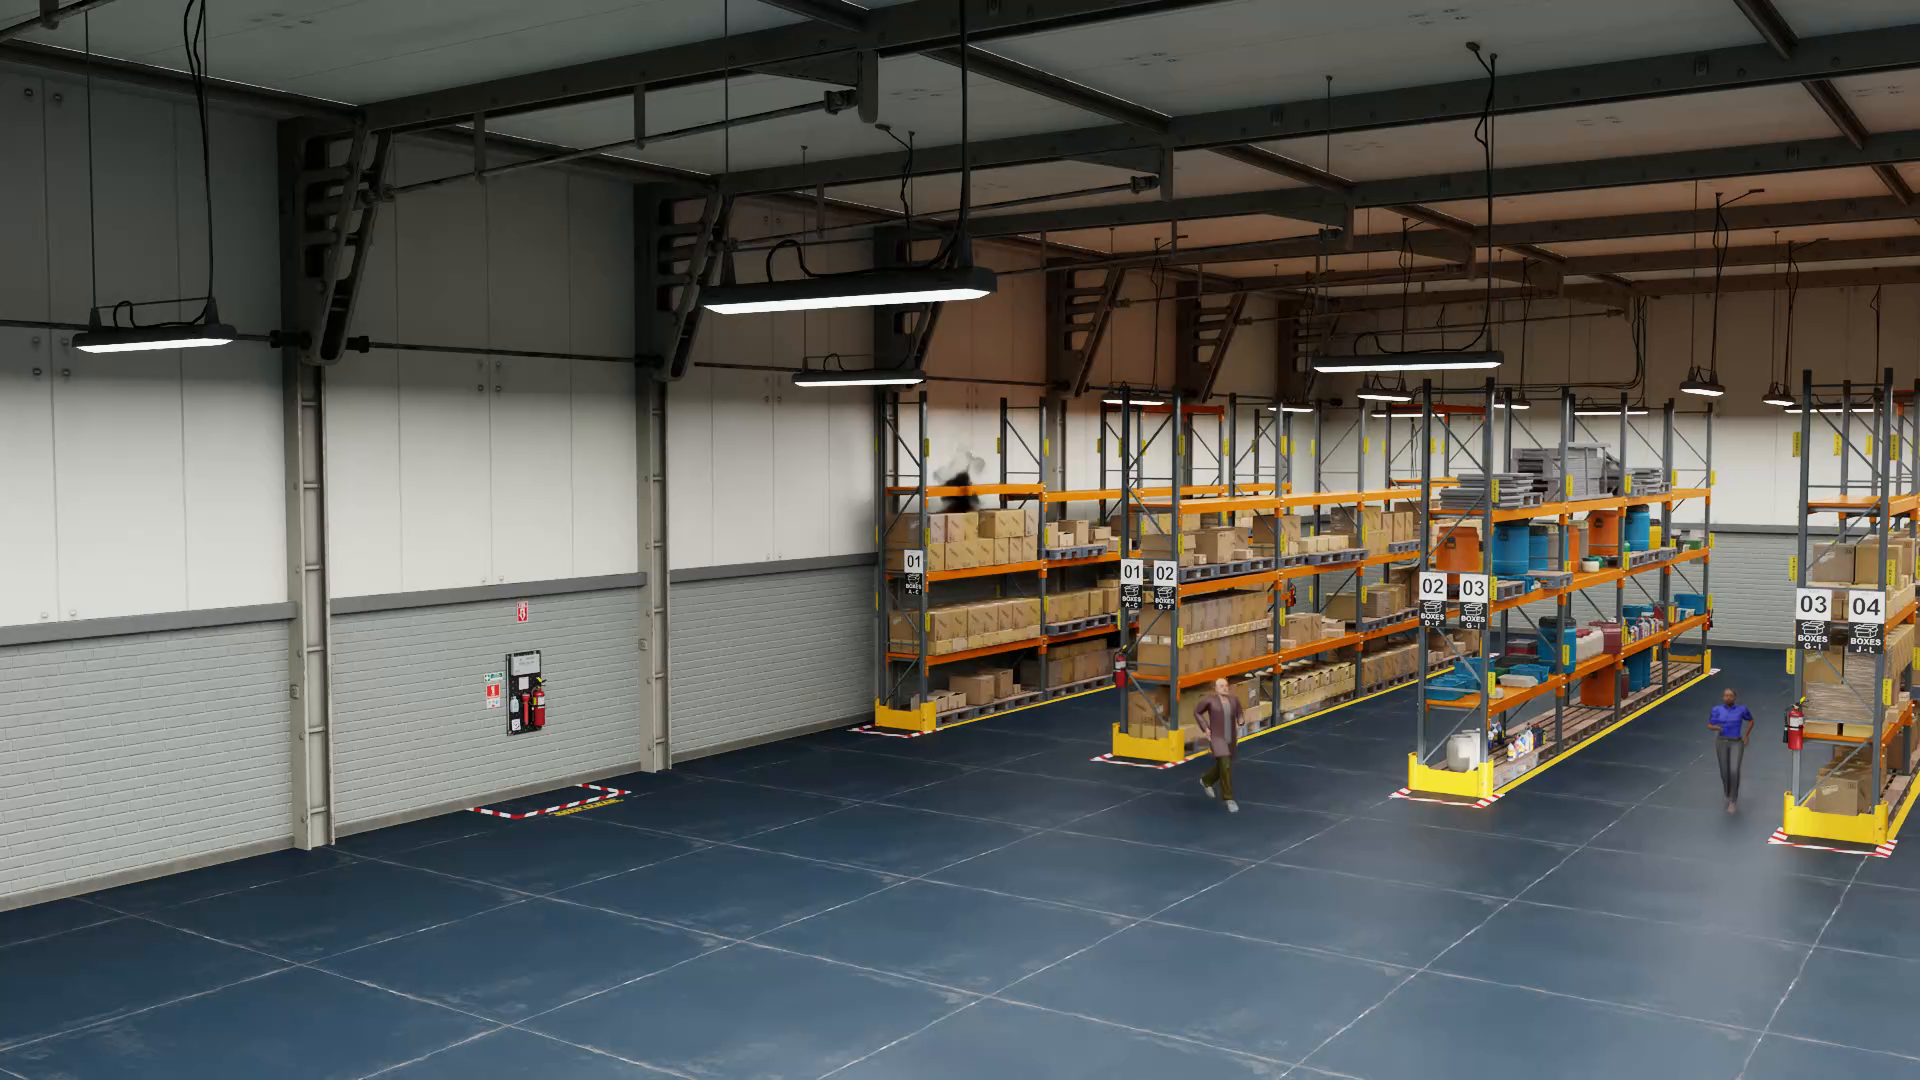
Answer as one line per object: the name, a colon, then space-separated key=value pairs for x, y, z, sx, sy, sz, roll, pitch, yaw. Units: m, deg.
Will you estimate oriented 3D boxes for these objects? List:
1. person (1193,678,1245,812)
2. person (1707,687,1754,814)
person: x=3.663 y=2.820 z=23.240 sx=0.687 sy=1.802 sz=0.988 roll=-1 pitch=3 yaw=-24
person: x=10.685 y=2.896 z=23.092 sx=0.564 sy=1.716 sz=0.794 roll=2 pitch=4 yaw=33
